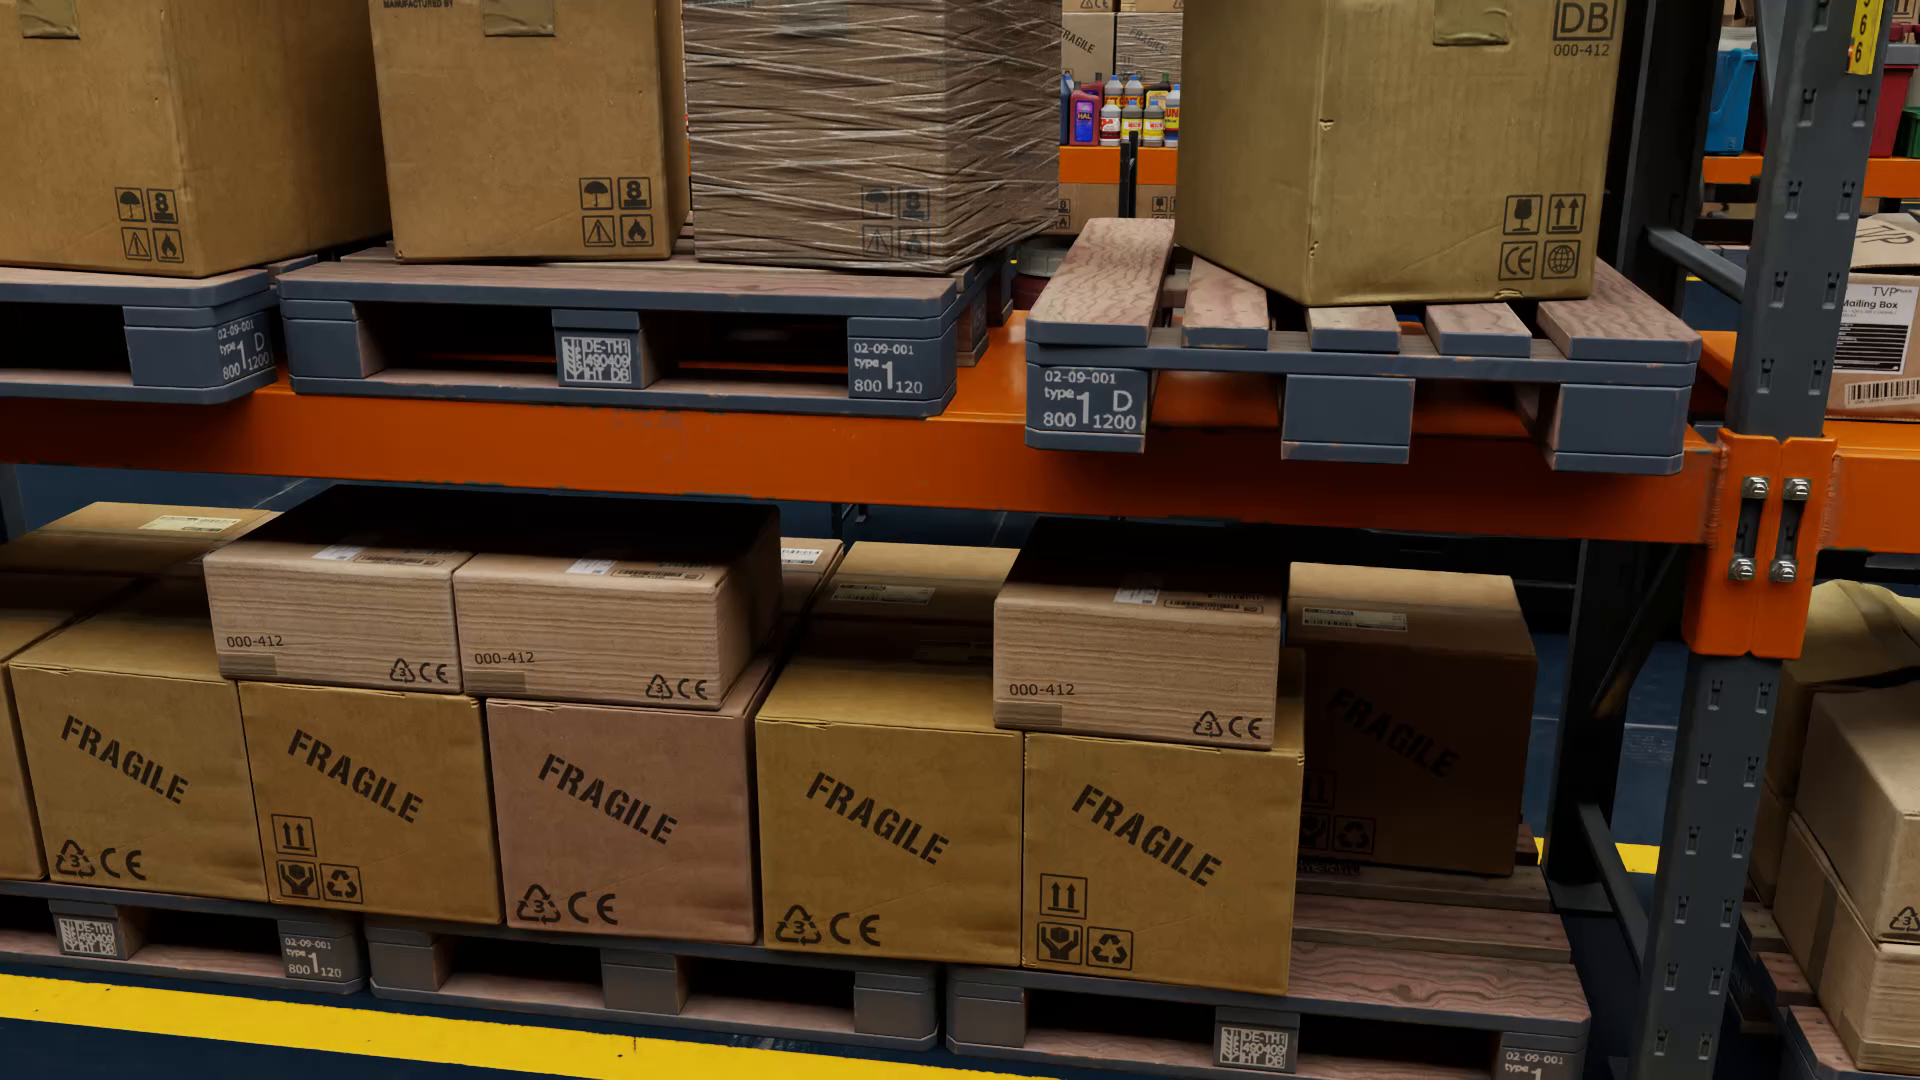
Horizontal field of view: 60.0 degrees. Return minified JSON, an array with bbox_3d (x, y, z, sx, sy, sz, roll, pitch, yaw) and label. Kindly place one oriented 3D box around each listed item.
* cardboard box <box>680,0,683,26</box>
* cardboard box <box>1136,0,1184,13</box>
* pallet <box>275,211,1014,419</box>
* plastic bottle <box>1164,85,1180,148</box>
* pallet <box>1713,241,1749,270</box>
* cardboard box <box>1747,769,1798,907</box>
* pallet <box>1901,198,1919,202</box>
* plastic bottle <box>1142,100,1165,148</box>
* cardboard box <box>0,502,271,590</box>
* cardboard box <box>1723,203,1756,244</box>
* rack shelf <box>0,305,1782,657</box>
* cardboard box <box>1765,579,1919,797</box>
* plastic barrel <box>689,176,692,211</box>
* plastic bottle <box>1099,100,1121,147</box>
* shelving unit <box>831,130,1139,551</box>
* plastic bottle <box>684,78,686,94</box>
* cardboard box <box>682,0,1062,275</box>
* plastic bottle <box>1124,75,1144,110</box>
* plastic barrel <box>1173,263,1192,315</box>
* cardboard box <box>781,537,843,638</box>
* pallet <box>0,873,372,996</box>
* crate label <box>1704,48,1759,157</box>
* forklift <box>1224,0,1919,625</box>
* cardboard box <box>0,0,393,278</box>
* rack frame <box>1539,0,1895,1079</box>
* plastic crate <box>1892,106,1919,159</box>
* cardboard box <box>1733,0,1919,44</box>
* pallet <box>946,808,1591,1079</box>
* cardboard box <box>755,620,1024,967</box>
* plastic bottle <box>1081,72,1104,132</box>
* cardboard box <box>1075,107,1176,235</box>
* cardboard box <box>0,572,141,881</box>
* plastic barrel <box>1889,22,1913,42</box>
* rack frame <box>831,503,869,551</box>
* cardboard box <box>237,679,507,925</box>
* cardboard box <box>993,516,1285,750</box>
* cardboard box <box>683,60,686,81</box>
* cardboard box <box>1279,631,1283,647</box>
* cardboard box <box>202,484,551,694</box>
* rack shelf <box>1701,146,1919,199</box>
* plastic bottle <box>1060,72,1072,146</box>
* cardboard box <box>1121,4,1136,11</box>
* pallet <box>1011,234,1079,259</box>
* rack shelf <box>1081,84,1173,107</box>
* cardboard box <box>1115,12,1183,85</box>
[{"bbox_3d":[-1.995,-4.181,12.658,0.500,0.500,0.500,3,19,9],"label":"cardboard box"},{"bbox_3d":[1.583,-4.187,12.352,0.637,0.503,0.797,3,19,10],"label":"cardboard box"},{"bbox_3d":[-0.551,-0.491,3.345,1.213,0.211,1.003,3,19,9],"label":"pallet"},{"bbox_3d":[0.969,-1.905,7.473,0.097,0.271,0.097,0,18,0],"label":"plastic bottle"},{"bbox_3d":[6.125,-2.104,12.257,1.213,0.211,1.003,3,19,9],"label":"pallet"},{"bbox_3d":[1.928,0.570,3.545,0.500,0.250,0.500,3,19,10],"label":"cardboard box"},{"bbox_3d":[9.727,-3.490,16.402,1.213,0.211,1.003,3,19,9],"label":"pallet"},{"bbox_3d":[0.873,-1.877,7.499,0.097,0.201,0.097,0,18,0],"label":"plastic bottle"},{"bbox_3d":[-2.047,0.225,4.149,0.500,0.500,0.500,3,19,8],"label":"cardboard box"},{"bbox_3d":[5.823,-2.478,12.228,0.500,0.500,0.700,3,19,8],"label":"cardboard box"},{"bbox_3d":[-0.605,-0.245,3.441,4.000,0.370,1.077,3,19,9],"label":"rack shelf"},{"bbox_3d":[1.926,0.303,3.458,0.500,0.311,0.500,3,19,10],"label":"cardboard box"},{"bbox_3d":[-1.256,-1.410,8.434,0.708,0.901,0.600,3,19,9],"label":"plastic barrel"},{"bbox_3d":[0.681,-1.887,7.528,0.097,0.201,0.097,0,18,0],"label":"plastic bottle"},{"bbox_3d":[0.084,-0.707,6.052,1.048,1.500,0.538,3,19,9],"label":"shelving unit"},{"bbox_3d":[-1.350,-2.261,8.528,0.135,0.276,0.152,3,19,9],"label":"plastic bottle"},{"bbox_3d":[-0.142,-0.834,3.249,0.500,0.500,0.700,7,20,19],"label":"cardboard box"},{"bbox_3d":[0.857,-2.155,8.219,0.097,0.271,0.097,0,18,0],"label":"plastic bottle"},{"bbox_3d":[1.102,-1.076,8.050,0.421,0.512,0.421,0,18,0],"label":"plastic barrel"},{"bbox_3d":[-0.563,0.303,3.916,0.500,0.500,0.500,2,19,7],"label":"cardboard box"},{"bbox_3d":[-1.770,0.665,3.983,1.213,0.211,1.003,3,19,9],"label":"pallet"},{"bbox_3d":[3.097,-1.919,7.255,0.616,0.435,0.502,3,19,9],"label":"crate label"},{"bbox_3d":[2.465,-1.230,5.359,3.031,2.935,1.130,4,19,11],"label":"forklift"},{"bbox_3d":[-1.458,-0.824,3.220,0.500,0.500,0.700,6,19,17],"label":"cardboard box"},{"bbox_3d":[1.370,-0.485,3.026,0.127,3.000,1.000,3,19,9],"label":"rack frame"},{"bbox_3d":[4.344,-1.734,7.093,0.662,0.188,0.450,3,19,9],"label":"plastic crate"},{"bbox_3d":[6.132,-3.955,11.788,1.000,1.000,1.000,3,19,9],"label":"cardboard box"},{"bbox_3d":[0.639,0.788,3.616,1.213,0.211,1.003,3,19,9],"label":"pallet"},{"bbox_3d":[-0.102,0.492,3.352,0.500,0.500,0.500,2,19,7],"label":"cardboard box"},{"bbox_3d":[0.650,-2.177,8.266,0.133,0.283,0.061,3,19,9],"label":"plastic bottle"},{"bbox_3d":[1.388,-2.869,12.836,0.875,0.875,1.225,3,19,9],"label":"cardboard box"},{"bbox_3d":[-2.141,0.391,3.654,0.500,0.500,0.500,2,19,6],"label":"cardboard box"},{"bbox_3d":[4.047,-2.076,7.565,0.433,0.535,0.433,0,18,0],"label":"plastic barrel"},{"bbox_3d":[-0.418,-0.733,6.129,0.032,1.500,0.500,3,19,9],"label":"rack frame"},{"bbox_3d":[-1.120,0.442,3.502,0.500,0.500,0.500,3,19,9],"label":"cardboard box"},{"bbox_3d":[0.353,0.161,3.159,0.500,0.250,0.500,4,19,11],"label":"cardboard box"},{"bbox_3d":[-2.119,-3.622,12.798,0.250,0.149,0.380,3,19,10],"label":"cardboard box"},{"bbox_3d":[0.448,0.355,3.762,0.500,0.500,0.500,2,19,7],"label":"cardboard box"},{"bbox_3d":[-1.153,0.086,3.384,0.500,0.250,0.500,3,19,9],"label":"cardboard box"},{"bbox_3d":[4.134,-1.595,7.477,4.000,0.370,1.077,3,19,9],"label":"rack shelf"},{"bbox_3d":[0.413,-1.979,7.567,0.185,0.351,0.144,3,19,9],"label":"plastic bottle"},{"bbox_3d":[1.743,-5.318,16.734,0.250,0.149,0.380,3,19,8],"label":"cardboard box"},{"bbox_3d":[0.977,-2.392,13.118,1.213,0.211,1.003,3,19,9],"label":"pallet"},{"bbox_3d":[0.970,-3.348,12.716,4.000,0.370,1.077,3,19,9],"label":"rack shelf"},{"bbox_3d":[1.414,-3.635,12.283,0.500,0.500,0.500,2,19,7],"label":"cardboard box"}]
